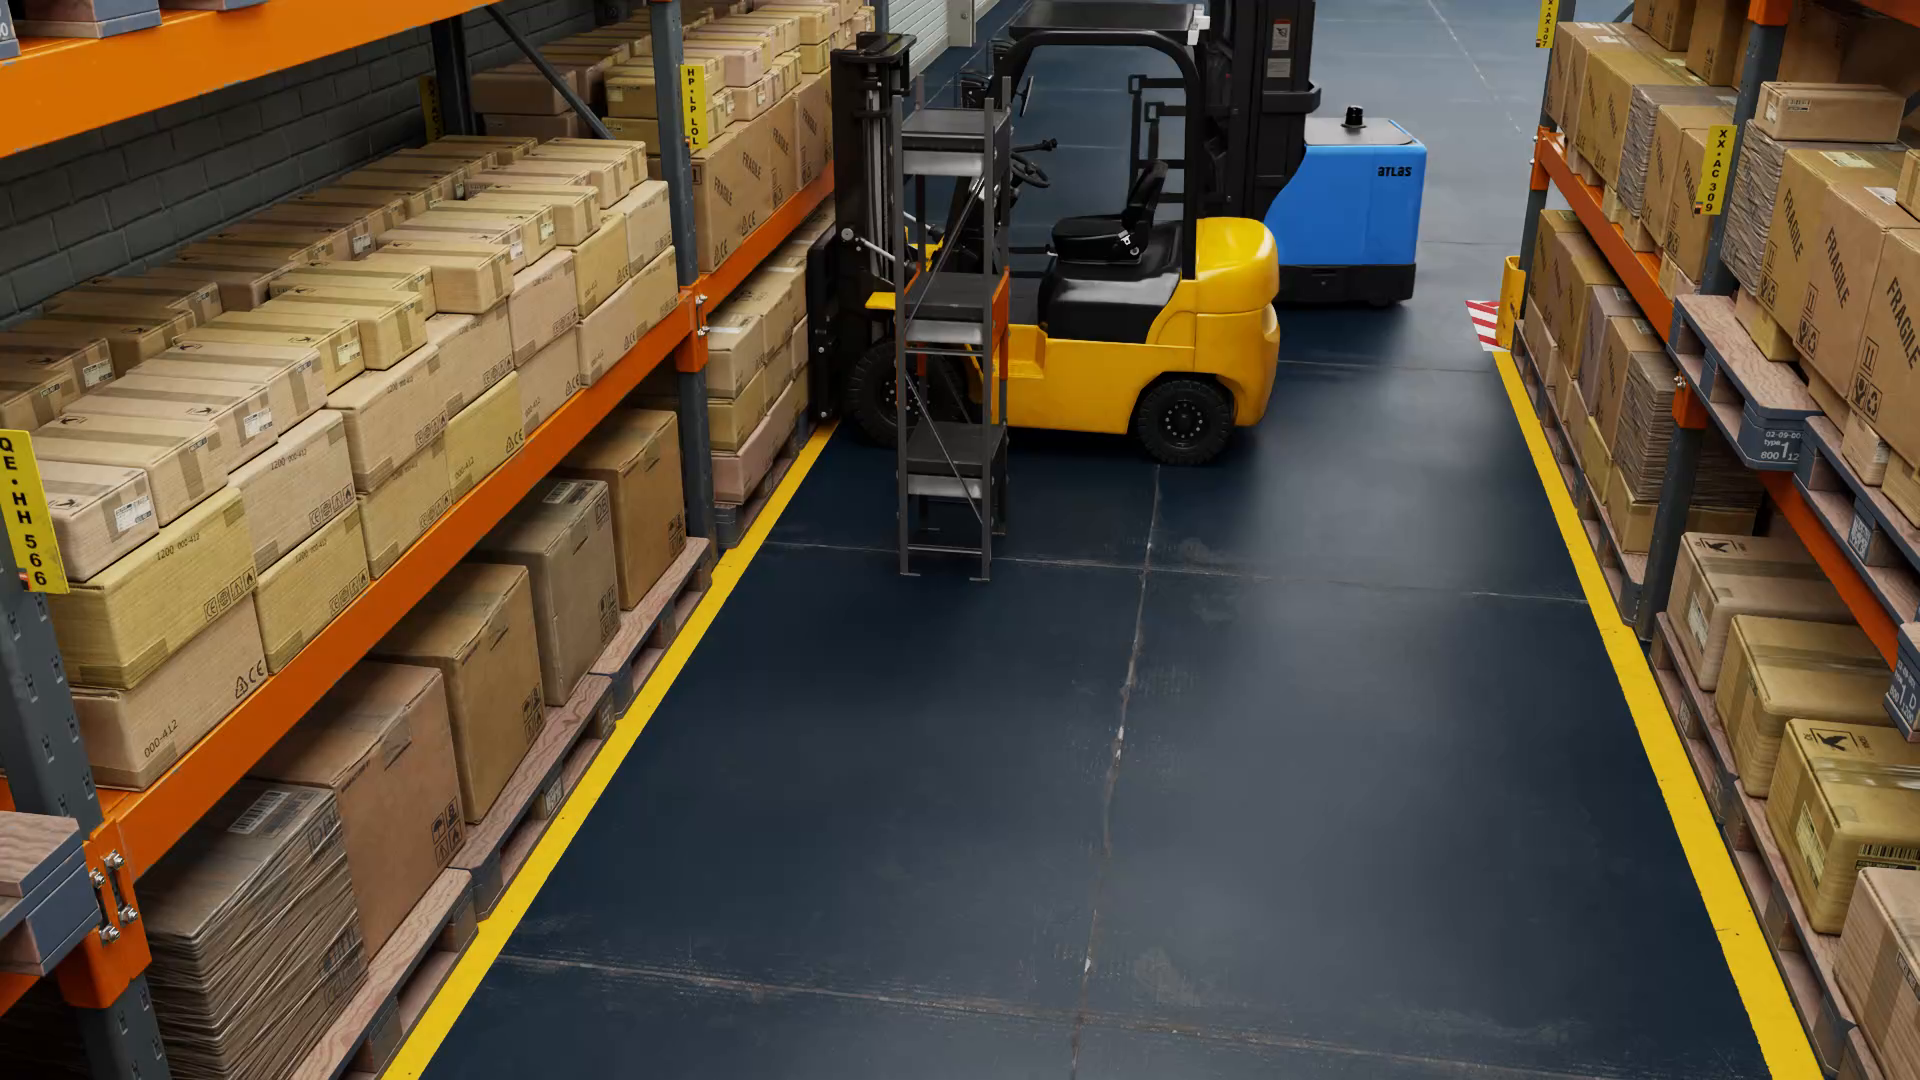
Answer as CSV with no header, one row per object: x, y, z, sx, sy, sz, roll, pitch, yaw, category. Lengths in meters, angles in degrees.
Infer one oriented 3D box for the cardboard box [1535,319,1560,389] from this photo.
3.459,-1.012,9.122,0.500,0.250,0.500,5,26,10,cardboard box

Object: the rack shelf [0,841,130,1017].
-2.577,1.567,1.712,1.077,0.370,4.000,4,25,9,rack shelf

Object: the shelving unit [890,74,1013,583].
-0.027,-0.882,7.157,0.431,2.100,0.503,4,25,9,shelving unit

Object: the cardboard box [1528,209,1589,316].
3.546,-1.555,9.397,0.500,0.500,0.500,3,25,7,cardboard box

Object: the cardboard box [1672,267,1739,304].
3.052,-0.967,6.575,0.380,0.149,0.250,4,25,8,cardboard box

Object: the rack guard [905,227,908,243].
-0.939,-1.819,11.046,1.175,0.500,0.348,4,25,9,rack guard

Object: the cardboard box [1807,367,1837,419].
2.795,-0.460,4.996,0.380,0.149,0.250,4,25,9,cardboard box

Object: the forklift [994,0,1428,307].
1.484,-3.055,10.819,3.031,2.935,1.130,0,25,-1,forklift

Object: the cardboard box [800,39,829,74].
-0.909,-2.577,8.835,0.380,0.149,0.250,4,25,9,cardboard box

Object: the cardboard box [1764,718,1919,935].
2.991,0.886,4.924,0.950,0.372,0.625,5,26,10,cardboard box

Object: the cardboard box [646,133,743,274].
-1.267,-1.481,7.257,0.500,0.500,0.500,3,25,7,cardboard box

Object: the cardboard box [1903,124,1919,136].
3.452,-1.087,5.569,0.500,0.500,0.500,4,25,8,cardboard box

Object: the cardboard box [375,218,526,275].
-1.613,-0.912,5.277,0.380,0.149,0.250,4,25,9,cardboard box

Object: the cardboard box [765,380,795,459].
-1.123,-0.606,8.253,0.500,0.250,0.500,3,25,7,cardboard box

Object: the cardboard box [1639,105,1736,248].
3.205,-1.524,7.000,0.500,0.500,0.500,5,26,10,cardboard box

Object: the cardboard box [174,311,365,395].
-1.807,-0.485,4.365,0.380,0.149,0.250,4,25,9,cardboard box

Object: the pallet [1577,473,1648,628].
3.376,0.054,7.385,1.003,0.211,1.213,4,25,9,pallet

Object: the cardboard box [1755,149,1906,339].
2.860,-0.910,5.192,0.500,0.500,0.500,4,25,9,cardboard box

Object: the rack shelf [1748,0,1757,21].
3.628,-2.795,7.493,1.077,0.370,4.000,4,25,9,rack shelf

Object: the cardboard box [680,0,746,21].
-1.388,-2.856,9.079,0.380,0.149,0.250,5,26,10,cardboard box

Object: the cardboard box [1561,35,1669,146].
3.522,-2.383,8.833,0.500,0.500,0.500,5,26,10,cardboard box

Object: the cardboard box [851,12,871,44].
-0.736,-3.006,9.752,0.380,0.149,0.250,4,25,9,cardboard box

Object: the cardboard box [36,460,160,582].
-1.908,-0.047,3.429,0.380,0.149,0.250,5,26,10,cardboard box

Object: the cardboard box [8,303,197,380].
-2.271,-0.517,4.432,0.380,0.149,0.250,4,25,8,cardboard box

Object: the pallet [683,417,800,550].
-1.426,-0.335,8.216,1.003,0.211,1.213,4,25,9,pallet

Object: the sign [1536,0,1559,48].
3.419,-3.028,9.660,0.100,0.325,0.005,4,25,9,sign

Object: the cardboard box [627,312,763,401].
-1.208,-0.846,7.588,0.500,0.250,0.500,4,25,8,cardboard box

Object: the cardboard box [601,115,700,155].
-1.285,-1.722,7.007,0.380,0.149,0.250,4,25,8,cardboard box

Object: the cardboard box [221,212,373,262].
-2.126,-0.945,5.348,0.380,0.149,0.250,4,25,8,cardboard box

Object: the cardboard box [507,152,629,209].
-1.458,-1.339,6.190,0.380,0.149,0.250,4,25,8,cardboard box

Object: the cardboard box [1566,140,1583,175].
3.457,-2.042,8.871,0.380,0.149,0.250,4,25,9,cardboard box

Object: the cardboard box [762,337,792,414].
-1.133,-0.831,8.145,0.500,0.250,0.500,4,25,8,cardboard box

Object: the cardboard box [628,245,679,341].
-1.421,-0.971,6.463,0.500,0.250,0.500,5,25,10,cardboard box

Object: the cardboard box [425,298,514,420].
-1.692,-0.564,5.005,0.500,0.250,0.500,4,25,9,cardboard box

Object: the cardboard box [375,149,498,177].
-1.962,-1.366,6.247,0.380,0.149,0.250,3,25,7,cardboard box

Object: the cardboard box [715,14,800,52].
-1.039,-2.608,8.550,0.380,0.149,0.250,4,25,9,cardboard box

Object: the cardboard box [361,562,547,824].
-1.926,0.475,5.503,0.875,0.625,0.625,3,25,6,cardboard box

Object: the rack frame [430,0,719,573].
-1.597,-1.268,6.920,1.000,3.000,0.127,4,25,9,rack frame

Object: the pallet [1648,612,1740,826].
3.175,0.663,6.084,1.003,0.211,1.213,4,25,9,pallet

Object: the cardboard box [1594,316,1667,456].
3.214,-0.689,7.547,0.500,0.500,0.500,4,25,9,cardboard box

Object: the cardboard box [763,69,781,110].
-1.072,-2.149,7.920,0.380,0.149,0.250,4,25,8,cardboard box

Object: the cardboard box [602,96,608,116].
-1.740,-1.976,7.551,0.380,0.149,0.250,5,25,10,cardboard box

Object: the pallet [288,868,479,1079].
-2.078,1.326,4.667,1.003,0.211,1.213,4,25,9,pallet

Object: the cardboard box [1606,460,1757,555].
3.132,-0.136,7.251,0.500,0.250,0.500,5,26,11,cardboard box

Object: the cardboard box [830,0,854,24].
-0.820,-3.034,9.459,0.380,0.149,0.250,5,25,10,cardboard box

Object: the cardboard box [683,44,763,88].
-1.122,-2.178,7.631,0.380,0.149,0.250,5,25,10,cardboard box

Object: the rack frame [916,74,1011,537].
0.013,-0.984,7.375,0.400,2.100,0.015,4,25,9,rack frame

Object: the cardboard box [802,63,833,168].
-0.942,-2.331,9.075,0.500,0.500,0.500,4,25,8,cardboard box

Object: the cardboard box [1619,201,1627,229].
3.287,-1.497,7.707,0.380,0.149,0.250,4,25,8,cardboard box

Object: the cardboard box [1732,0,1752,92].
3.800,-2.148,7.152,0.700,0.500,0.500,3,25,7,cardboard box

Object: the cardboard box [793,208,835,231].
-0.861,-1.699,9.409,0.500,0.250,0.500,4,25,9,cardboard box

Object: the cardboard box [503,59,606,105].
-1.761,-1.998,7.247,0.380,0.149,0.250,3,25,7,cardboard box

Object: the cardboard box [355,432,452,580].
-1.773,-0.122,4.648,0.500,0.250,0.500,3,25,7,cardboard box

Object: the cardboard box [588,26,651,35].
-1.602,-2.429,8.168,0.380,0.149,0.250,4,25,8,cardboard box
